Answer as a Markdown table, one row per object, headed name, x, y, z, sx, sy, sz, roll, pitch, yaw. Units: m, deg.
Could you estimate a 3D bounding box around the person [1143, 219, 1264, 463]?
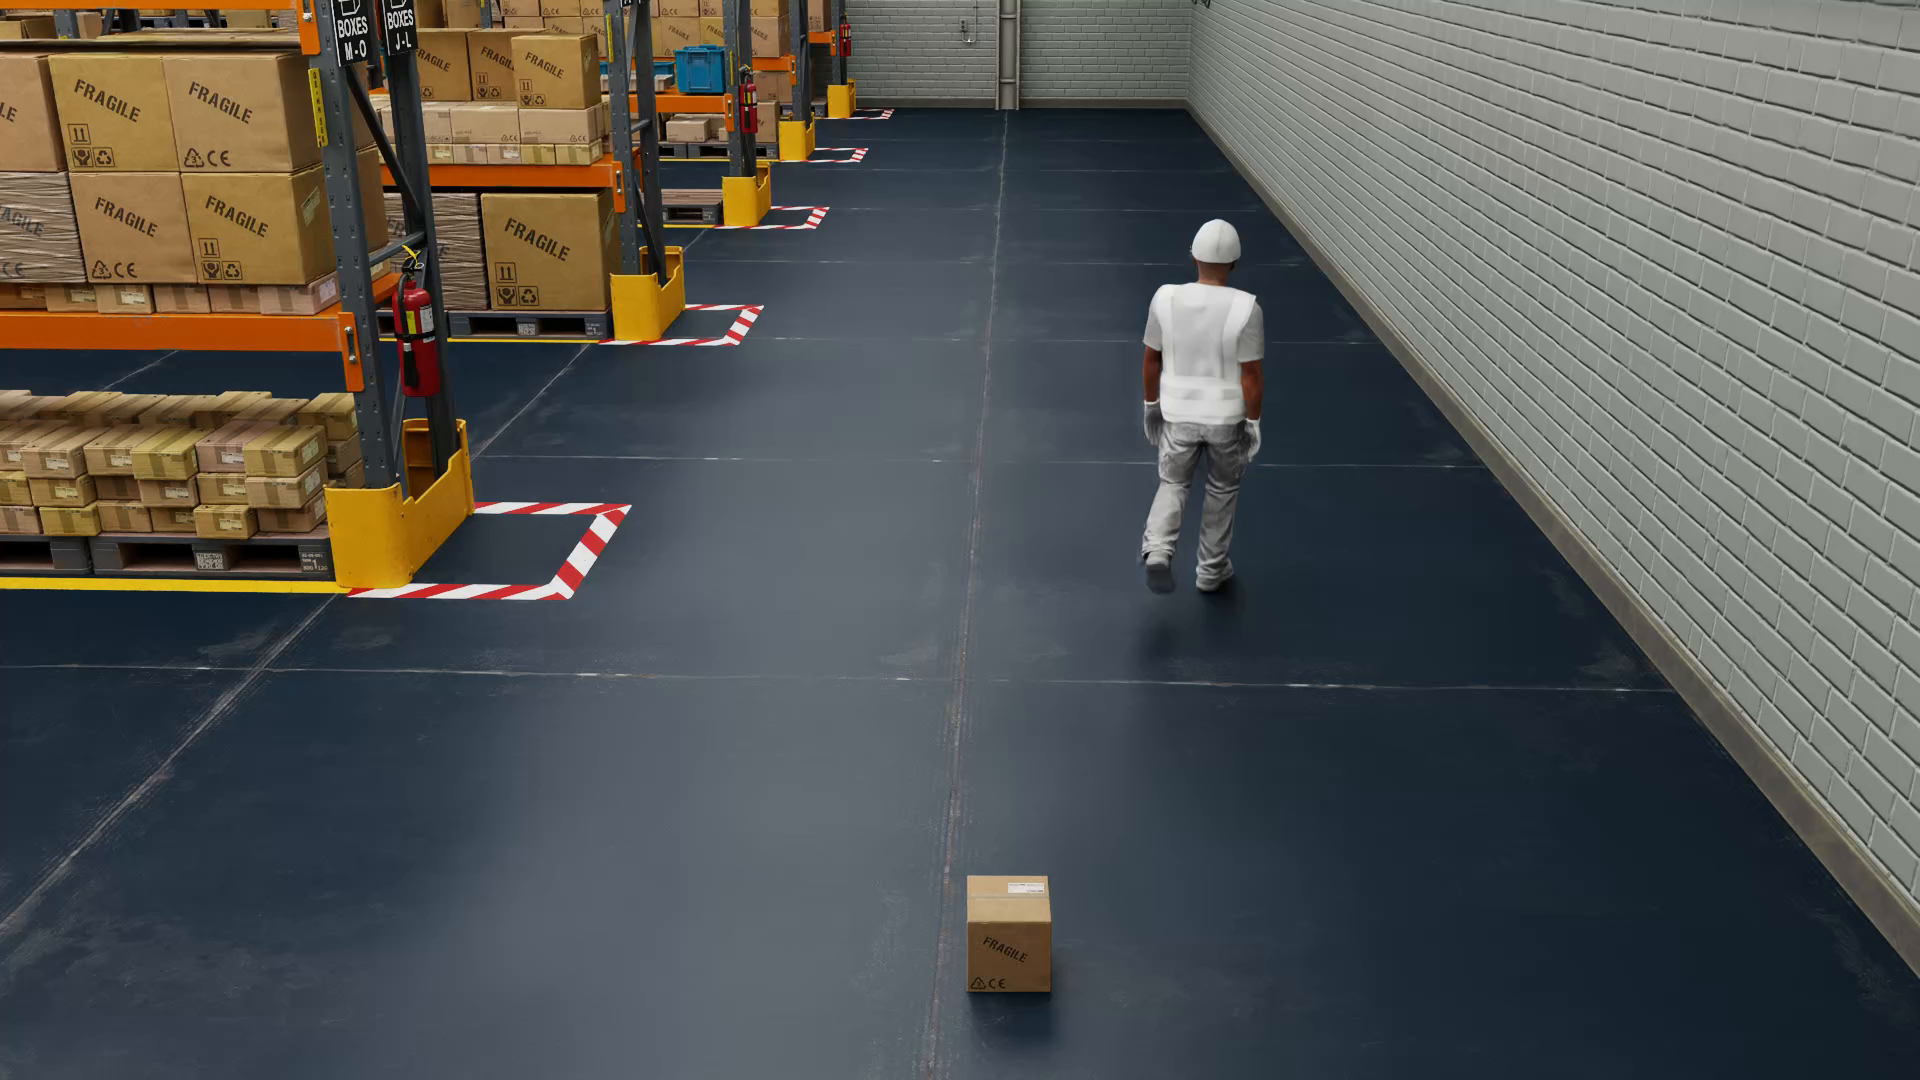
| name | x | y | z | sx | sy | sz | roll | pitch | yaw |
| --- | --- | --- | --- | --- | --- | --- | --- | --- | --- |
| person | 1.103 | -0.891 | 7.413 | 0.554 | 1.086 | 0.349 | 8 | 22 | 21 |
